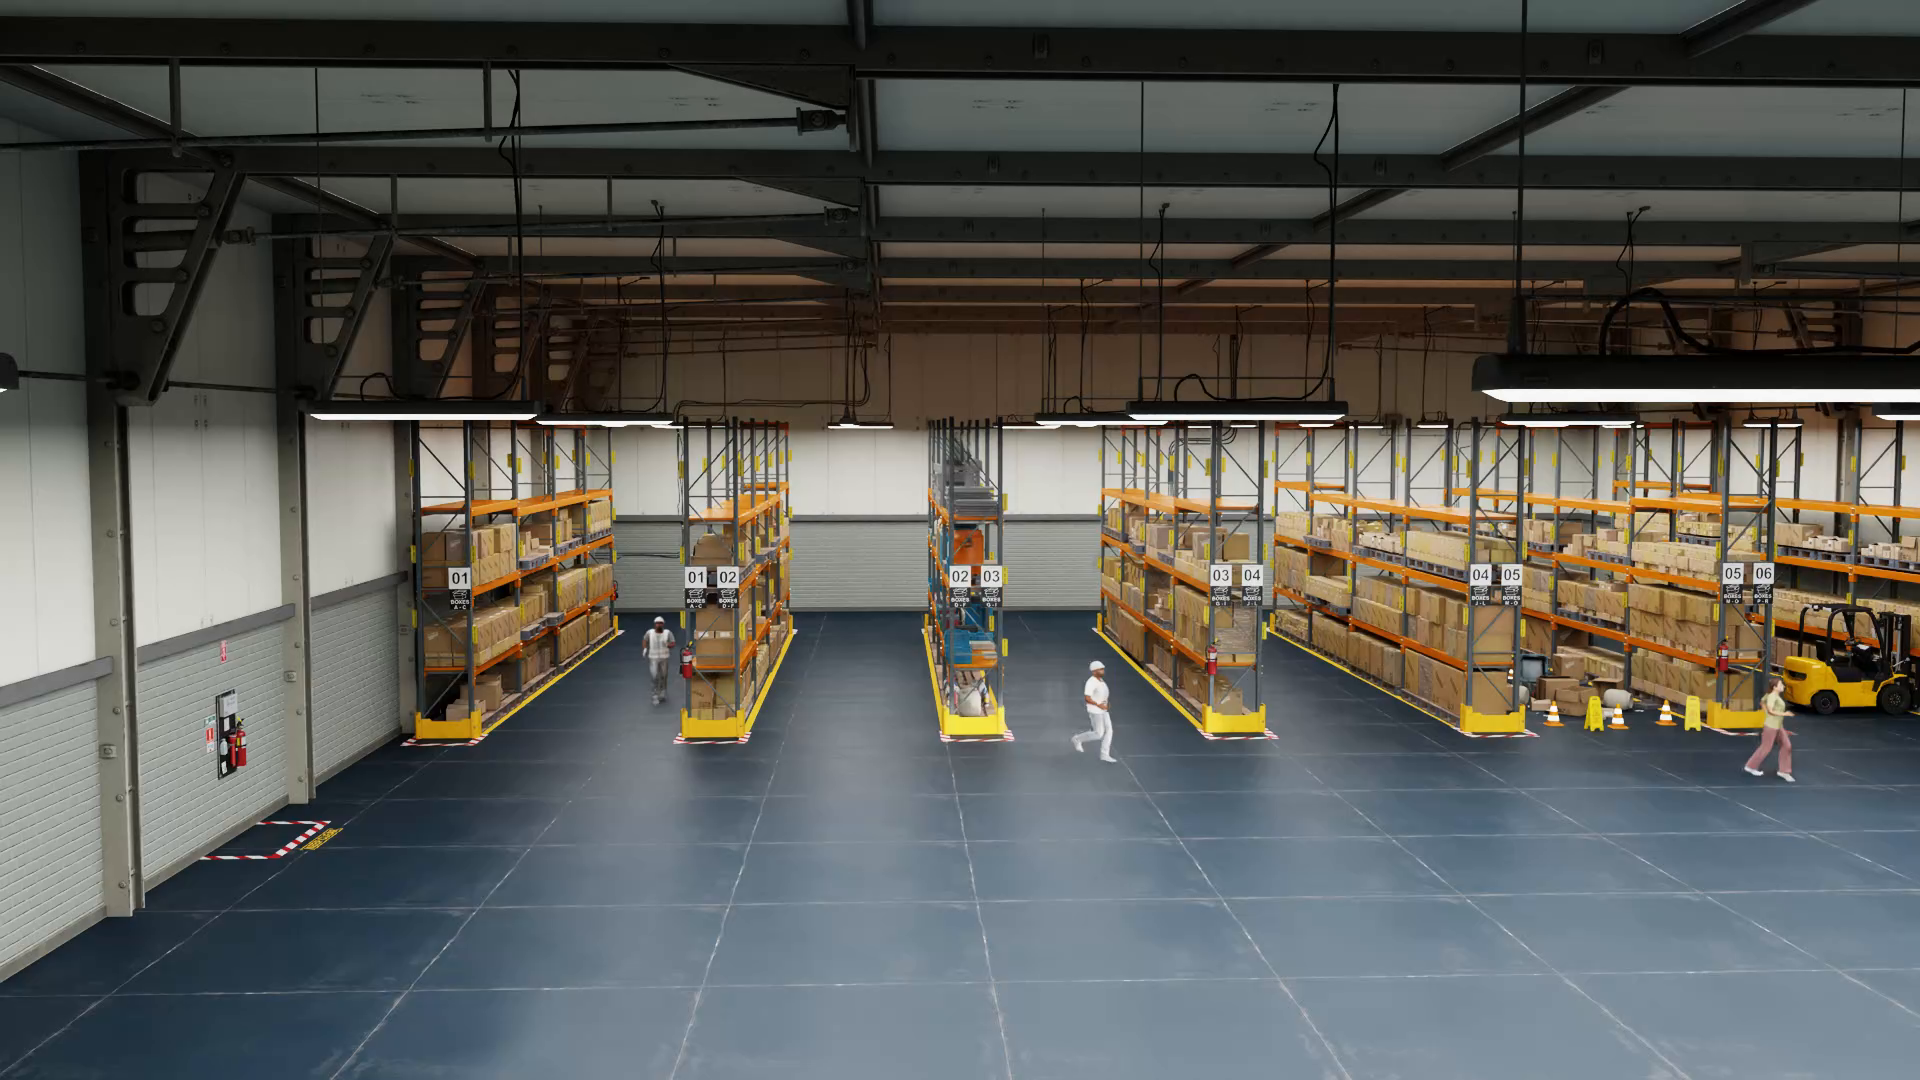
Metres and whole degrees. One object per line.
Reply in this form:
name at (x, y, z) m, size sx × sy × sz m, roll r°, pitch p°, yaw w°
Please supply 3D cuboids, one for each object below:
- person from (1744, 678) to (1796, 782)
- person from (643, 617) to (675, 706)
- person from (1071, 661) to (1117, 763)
person at (13.311, 3.113, 27.303) m, size 0.775 × 1.721 × 0.565 m, roll 3°, pitch 5°, yaw 39°
person at (-6.348, 2.522, 35.093) m, size 0.671 × 1.819 × 0.897 m, roll -1°, pitch 4°, yaw -13°
person at (2.348, 2.979, 28.896) m, size 0.819 × 1.760 × 0.699 m, roll 2°, pitch 4°, yaw 25°
